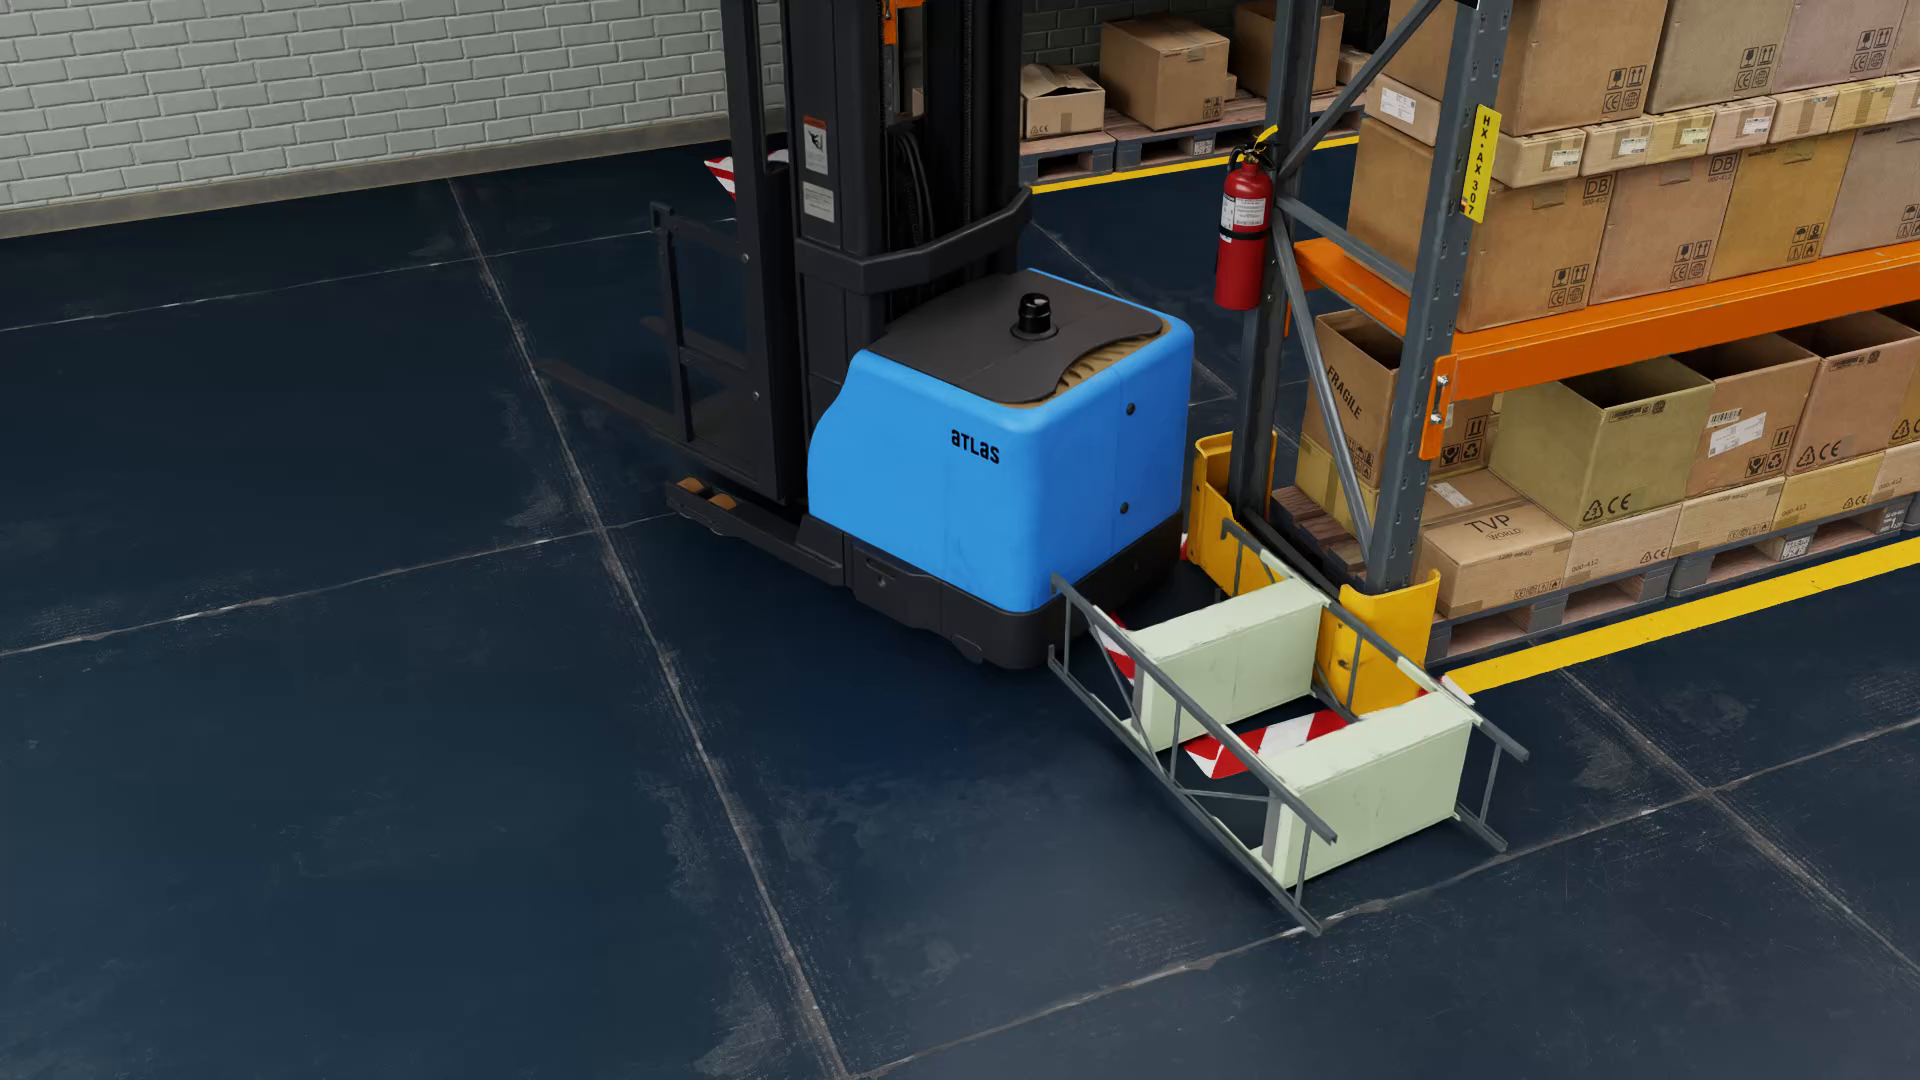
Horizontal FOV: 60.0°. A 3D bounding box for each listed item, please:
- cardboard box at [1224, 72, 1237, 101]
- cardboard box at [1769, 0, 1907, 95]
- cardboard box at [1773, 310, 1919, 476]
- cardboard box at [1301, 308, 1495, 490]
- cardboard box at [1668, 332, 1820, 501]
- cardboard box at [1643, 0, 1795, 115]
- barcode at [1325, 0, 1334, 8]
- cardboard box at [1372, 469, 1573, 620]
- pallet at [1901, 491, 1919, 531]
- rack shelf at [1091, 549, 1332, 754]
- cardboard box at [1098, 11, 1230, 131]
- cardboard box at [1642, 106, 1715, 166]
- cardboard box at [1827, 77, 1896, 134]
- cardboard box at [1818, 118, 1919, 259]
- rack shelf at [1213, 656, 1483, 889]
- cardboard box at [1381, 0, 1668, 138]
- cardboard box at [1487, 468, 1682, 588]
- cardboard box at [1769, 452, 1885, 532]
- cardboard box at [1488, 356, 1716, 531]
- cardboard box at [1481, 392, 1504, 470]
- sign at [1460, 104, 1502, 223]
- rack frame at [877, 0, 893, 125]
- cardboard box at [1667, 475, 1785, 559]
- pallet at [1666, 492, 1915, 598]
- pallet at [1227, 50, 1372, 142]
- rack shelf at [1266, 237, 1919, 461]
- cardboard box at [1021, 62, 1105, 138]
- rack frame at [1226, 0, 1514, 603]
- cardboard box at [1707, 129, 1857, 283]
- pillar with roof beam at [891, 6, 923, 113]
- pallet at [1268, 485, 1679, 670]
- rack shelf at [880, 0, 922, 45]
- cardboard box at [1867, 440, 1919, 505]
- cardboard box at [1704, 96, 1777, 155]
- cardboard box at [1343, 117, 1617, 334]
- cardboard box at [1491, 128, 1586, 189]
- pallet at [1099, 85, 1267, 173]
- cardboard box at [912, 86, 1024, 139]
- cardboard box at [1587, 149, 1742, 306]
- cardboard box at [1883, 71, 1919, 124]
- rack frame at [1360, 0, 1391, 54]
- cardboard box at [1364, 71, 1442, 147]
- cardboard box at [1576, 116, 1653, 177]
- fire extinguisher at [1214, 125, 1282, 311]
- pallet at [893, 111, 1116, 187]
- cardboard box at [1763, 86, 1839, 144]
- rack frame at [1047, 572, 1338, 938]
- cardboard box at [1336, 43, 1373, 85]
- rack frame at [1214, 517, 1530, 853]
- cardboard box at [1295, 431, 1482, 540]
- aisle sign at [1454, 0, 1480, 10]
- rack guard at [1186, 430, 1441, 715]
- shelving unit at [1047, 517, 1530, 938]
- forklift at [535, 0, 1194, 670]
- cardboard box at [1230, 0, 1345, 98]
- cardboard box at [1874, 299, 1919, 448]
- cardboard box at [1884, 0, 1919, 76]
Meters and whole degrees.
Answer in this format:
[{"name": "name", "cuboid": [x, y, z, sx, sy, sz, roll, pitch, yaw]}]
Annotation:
[{"name": "cardboard box", "cuboid": [1.576, -2.965, 10.767, 0.250, 0.149, 0.380, -16, 36, -23]}, {"name": "cardboard box", "cuboid": [2.723, -1.878, 5.605, 0.500, 0.500, 0.700, -13, 35, -19]}, {"name": "cardboard box", "cuboid": [3.257, -0.623, 6.406, 0.500, 0.500, 0.500, -13, 35, -19]}, {"name": "cardboard box", "cuboid": [1.671, -0.569, 6.323, 0.500, 0.500, 0.500, -13, 35, -19]}, {"name": "cardboard box", "cuboid": [2.789, -0.526, 6.257, 0.500, 0.500, 0.500, -13, 35, -19]}, {"name": "cardboard box", "cuboid": [2.259, -1.771, 5.440, 0.500, 0.500, 0.700, -14, 36, -20]}, {"name": "barcode", "cuboid": [2.468, -3.581, 11.098, 0.075, 0.075, 0.001, -13, 35, -19]}, {"name": "cardboard box", "cuboid": [1.872, 0.007, 6.125, 0.500, 0.250, 0.500, -13, 35, -19]}, {"name": "pallet", "cuboid": [4.231, -0.497, 7.321, 1.213, 0.211, 1.003, -13, 35, -19]}, {"name": "rack shelf", "cuboid": [0.850, 0.386, 5.706, 0.720, 0.431, 0.370, -17, 37, -24]}, {"name": "cardboard box", "cuboid": [1.265, -2.946, 10.416, 0.500, 0.500, 0.700, -15, 36, -22]}, {"name": "cardboard box", "cuboid": [2.210, -1.366, 5.412, 0.250, 0.149, 0.380, -13, 35, -19]}, {"name": "cardboard box", "cuboid": [2.924, -1.530, 5.664, 0.250, 0.149, 0.380, -13, 35, -20]}, {"name": "cardboard box", "cuboid": [3.154, -1.431, 6.107, 0.500, 0.500, 0.700, -12, 35, -18]}, {"name": "rack shelf", "cuboid": [1.196, 0.728, 5.181, 0.720, 0.431, 0.370, -17, 37, -24]}, {"name": "cardboard box", "cuboid": [1.776, -1.657, 5.266, 0.500, 0.500, 0.700, -13, 35, -19]}, {"name": "cardboard box", "cuboid": [2.332, -0.101, 6.290, 0.500, 0.250, 0.500, -13, 35, -19]}, {"name": "cardboard box", "cuboid": [3.256, -0.309, 6.611, 0.500, 0.250, 0.500, -13, 35, -19]}, {"name": "cardboard box", "cuboid": [2.333, -0.414, 6.085, 0.500, 0.500, 0.500, -13, 35, -19]}, {"name": "cardboard box", "cuboid": [2.128, -0.365, 6.697, 0.500, 0.250, 0.500, -13, 35, -19]}, {"name": "sign", "cuboid": [1.501, -1.084, 4.799, 0.005, 0.325, 0.100, -13, 35, -19]}, {"name": "rack frame", "cuboid": [-0.629, -3.459, 9.315, 0.127, 3.000, 1.000, -13, 35, -19]}, {"name": "cardboard box", "cuboid": [2.793, -0.206, 6.452, 0.500, 0.250, 0.500, -13, 35, -19]}, {"name": "pallet", "cuboid": [3.104, -0.238, 6.922, 1.213, 0.211, 1.003, -13, 35, -19]}, {"name": "pallet", "cuboid": [2.453, -2.975, 11.128, 1.213, 0.211, 1.003, -13, 35, -19]}, {"name": "rack shelf", "cuboid": [3.136, -1.089, 6.333, 4.000, 0.370, 1.077, -13, 35, -19]}, {"name": "cardboard box", "cuboid": [0.569, -2.737, 10.268, 0.500, 0.311, 0.500, -10, 34, -15]}, {"name": "rack frame", "cuboid": [1.292, -0.968, 5.488, 0.127, 3.000, 1.000, -13, 35, -19]}, {"name": "cardboard box", "cuboid": [2.670, -1.318, 5.933, 0.500, 0.500, 0.700, -13, 35, -19]}, {"name": "pillar with roof beam", "cuboid": [1.348, -4.391, 5.248, 0.400, 9.000, 9.100, -13, 35, -19]}, {"name": "pallet", "cuboid": [1.981, 0.018, 6.529, 1.213, 0.211, 1.003, -13, 35, -19]}, {"name": "rack shelf", "cuboid": [1.215, -3.579, 10.160, 4.000, 0.370, 1.077, -13, 35, -19]}, {"name": "cardboard box", "cuboid": [3.717, -0.415, 6.774, 0.500, 0.250, 0.500, -13, 35, -19]}, {"name": "cardboard box", "cuboid": [2.443, -1.418, 5.492, 0.250, 0.149, 0.380, -13, 35, -20]}, {"name": "cardboard box", "cuboid": [1.727, -1.102, 5.602, 0.500, 0.500, 0.700, -13, 35, -19]}, {"name": "cardboard box", "cuboid": [1.737, -1.257, 5.245, 0.250, 0.149, 0.380, -13, 35, -19]}, {"name": "pallet", "cuboid": [1.327, -2.715, 10.729, 1.213, 0.211, 1.003, -13, 35, -19]}, {"name": "cardboard box", "cuboid": [0.044, -2.617, 10.083, 0.500, 0.311, 0.500, -17, 37, -24]}, {"name": "cardboard box", "cuboid": [2.210, -1.216, 5.776, 0.500, 0.500, 0.700, -12, 35, -18]}, {"name": "cardboard box", "cuboid": [3.155, -1.581, 5.743, 0.250, 0.149, 0.380, -13, 35, -18]}, {"name": "rack frame", "cuboid": [3.059, -4.303, 10.613, 0.127, 3.000, 1.000, -13, 35, -19]}, {"name": "cardboard box", "cuboid": [1.570, -1.459, 5.555, 0.250, 0.149, 0.380, -13, 35, -20]}, {"name": "cardboard box", "cuboid": [1.979, -1.314, 5.332, 0.250, 0.149, 0.380, -14, 36, -20]}, {"name": "fire extinguisher", "cuboid": [1.003, -1.145, 5.830, 0.183, 0.674, 0.296, -13, 35, -19]}, {"name": "pallet", "cuboid": [0.204, -2.460, 10.337, 1.213, 0.211, 1.003, -13, 35, -19]}, {"name": "cardboard box", "cuboid": [2.688, -1.476, 5.581, 0.250, 0.149, 0.380, -14, 36, -21]}, {"name": "rack frame", "cuboid": [0.687, 0.639, 5.319, 0.023, 0.400, 1.500, -17, 37, -24]}, {"name": "cardboard box", "cuboid": [2.577, -3.172, 11.069, 0.250, 0.166, 0.380, -18, 37, -25]}, {"name": "rack frame", "cuboid": [1.328, 0.445, 5.616, 0.023, 0.400, 1.500, -17, 37, -24]}, {"name": "cardboard box", "cuboid": [1.672, -0.254, 6.526, 0.500, 0.250, 0.500, -13, 35, -19]}, {"name": "aisle sign", "cuboid": [1.350, -1.890, 4.521, 0.004, 0.787, 0.394, -13, 35, -19]}, {"name": "rack guard", "cuboid": [1.270, 0.084, 6.162, 0.348, 0.500, 1.175, -13, 35, -19]}, {"name": "shelving unit", "cuboid": [1.007, 0.542, 5.467, 0.755, 0.431, 1.500, -17, 37, -24]}, {"name": "forklift", "cuboid": [-0.581, -1.440, 6.276, 3.031, 2.935, 1.130, 25, 41, 33]}, {"name": "cardboard box", "cuboid": [2.117, -3.201, 10.807, 0.500, 0.500, 0.500, -16, 36, -22]}, {"name": "cardboard box", "cuboid": [3.712, -0.736, 6.579, 0.500, 0.500, 0.500, -13, 35, -19]}, {"name": "cardboard box", "cuboid": [3.185, -1.984, 5.767, 0.500, 0.500, 0.700, -13, 35, -19]}]
